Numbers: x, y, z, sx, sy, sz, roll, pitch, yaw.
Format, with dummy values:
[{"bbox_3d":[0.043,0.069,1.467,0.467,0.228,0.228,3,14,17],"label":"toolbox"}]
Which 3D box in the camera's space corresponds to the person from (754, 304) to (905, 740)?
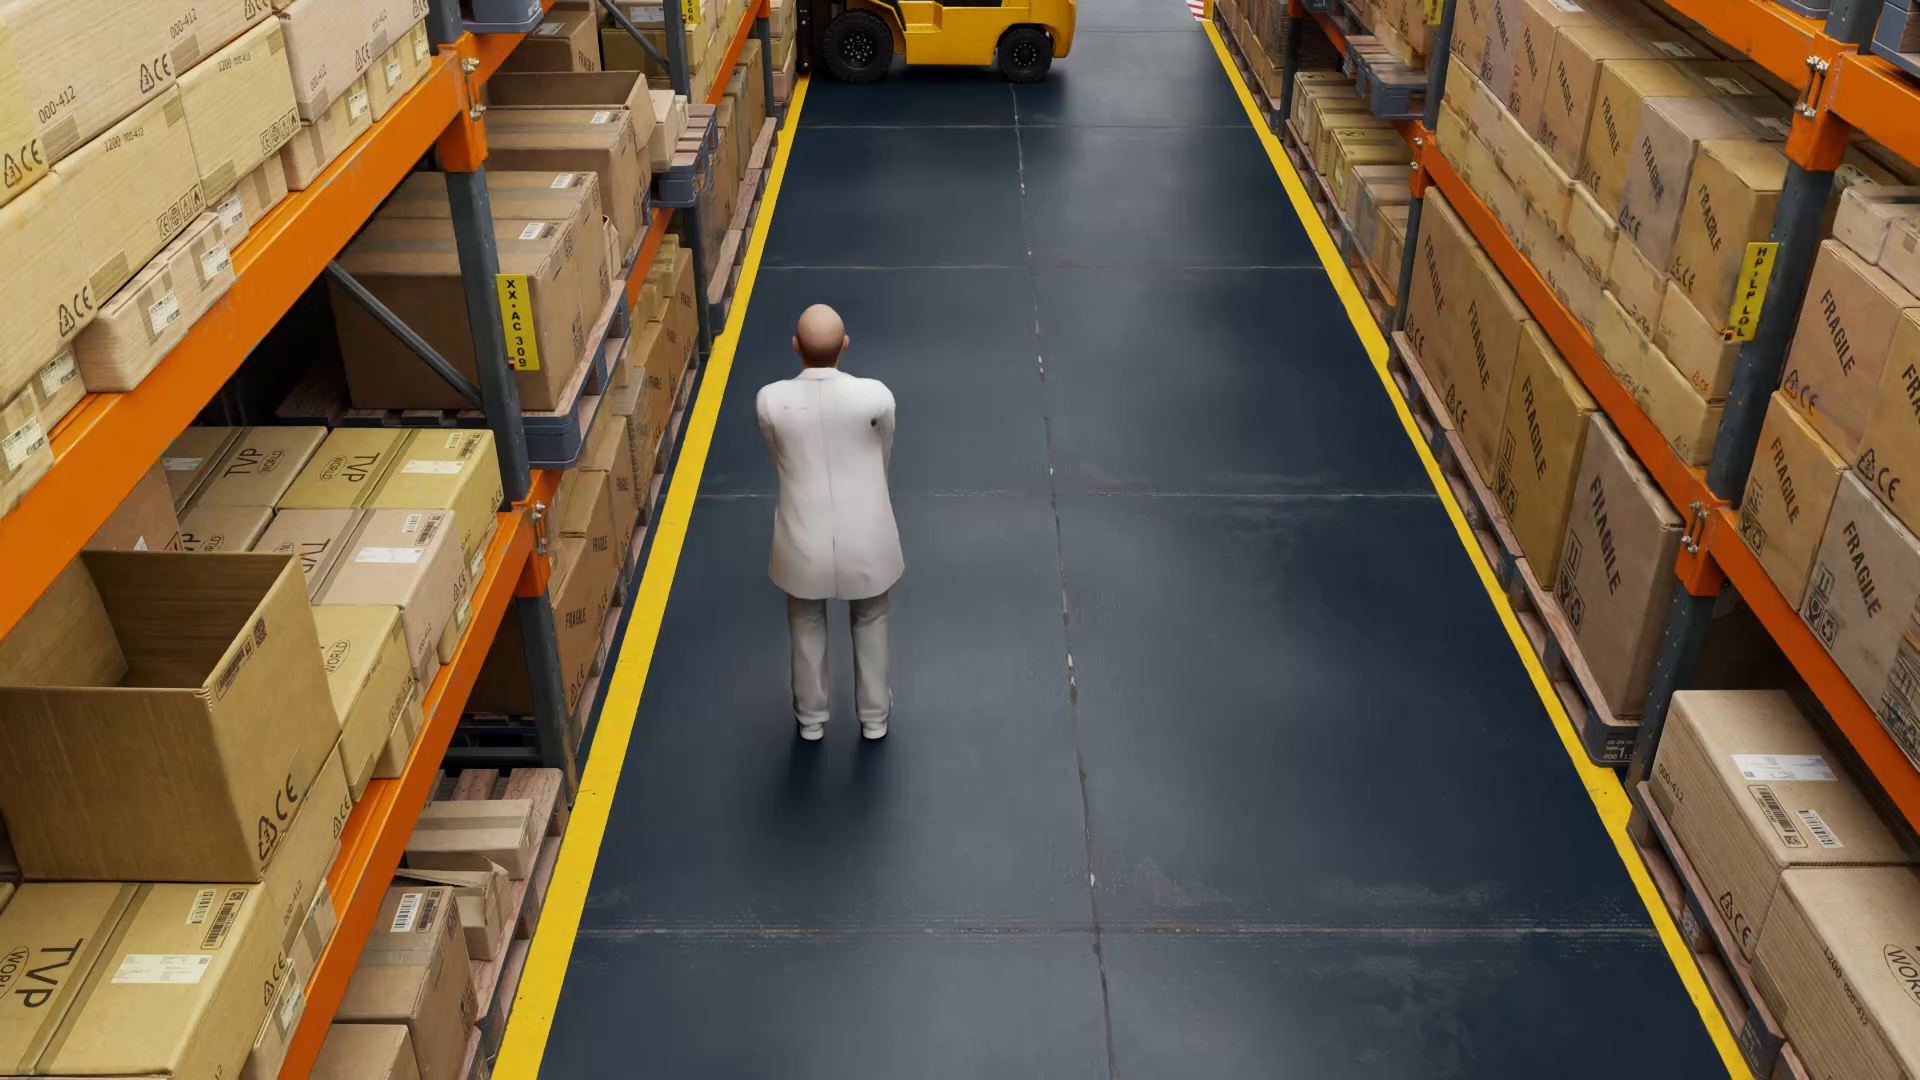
[{"bbox_3d":[-0.478,-0.095,6.309,0.528,1.781,0.565,-1,31,-2],"label":"person"}]
